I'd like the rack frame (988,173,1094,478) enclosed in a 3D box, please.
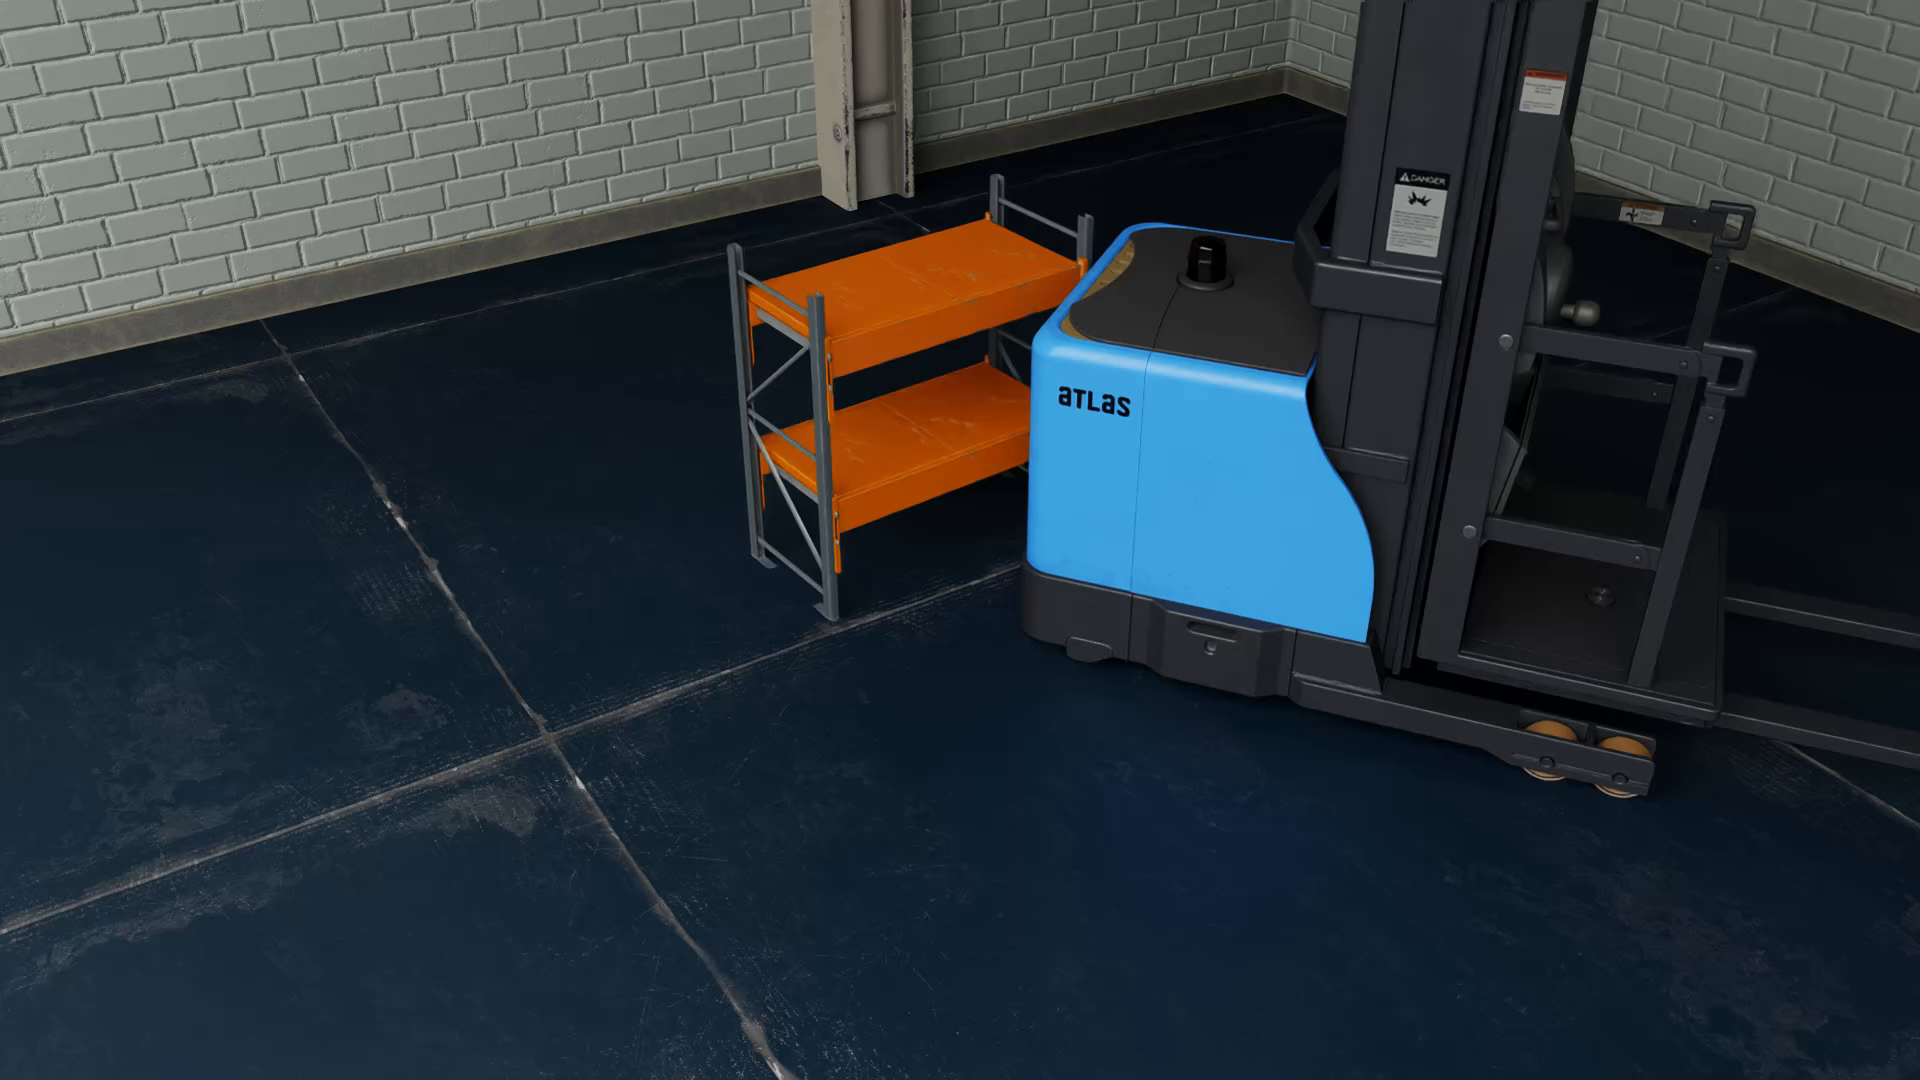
[{"bbox_3d":[0.262,-0.649,5.724,0.032,1.125,0.500,-22,38,-31],"label":"rack frame"}]

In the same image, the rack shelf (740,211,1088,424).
[{"bbox_3d":[-0.144,-0.733,5.309,1.000,0.278,0.538,-22,38,-31],"label":"rack shelf"}]

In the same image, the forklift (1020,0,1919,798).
[{"bbox_3d":[1.758,-0.847,4.346,3.031,2.935,1.130,12,34,18],"label":"forklift"}]

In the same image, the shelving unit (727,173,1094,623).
[{"bbox_3d":[-0.144,-0.485,5.465,1.048,1.125,0.538,-22,38,-31],"label":"shelving unit"}]

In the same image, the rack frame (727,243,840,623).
[{"bbox_3d":[-0.550,-0.322,5.207,0.032,1.125,0.500,-22,38,-31],"label":"rack frame"}]

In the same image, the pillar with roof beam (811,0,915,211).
[{"bbox_3d":[1.854,-3.658,3.114,0.400,9.000,9.100,-19,37,-27],"label":"pillar with roof beam"}]

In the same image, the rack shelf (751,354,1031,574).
[{"bbox_3d":[-0.144,-0.279,5.596,1.000,0.278,0.538,-22,38,-31],"label":"rack shelf"}]
